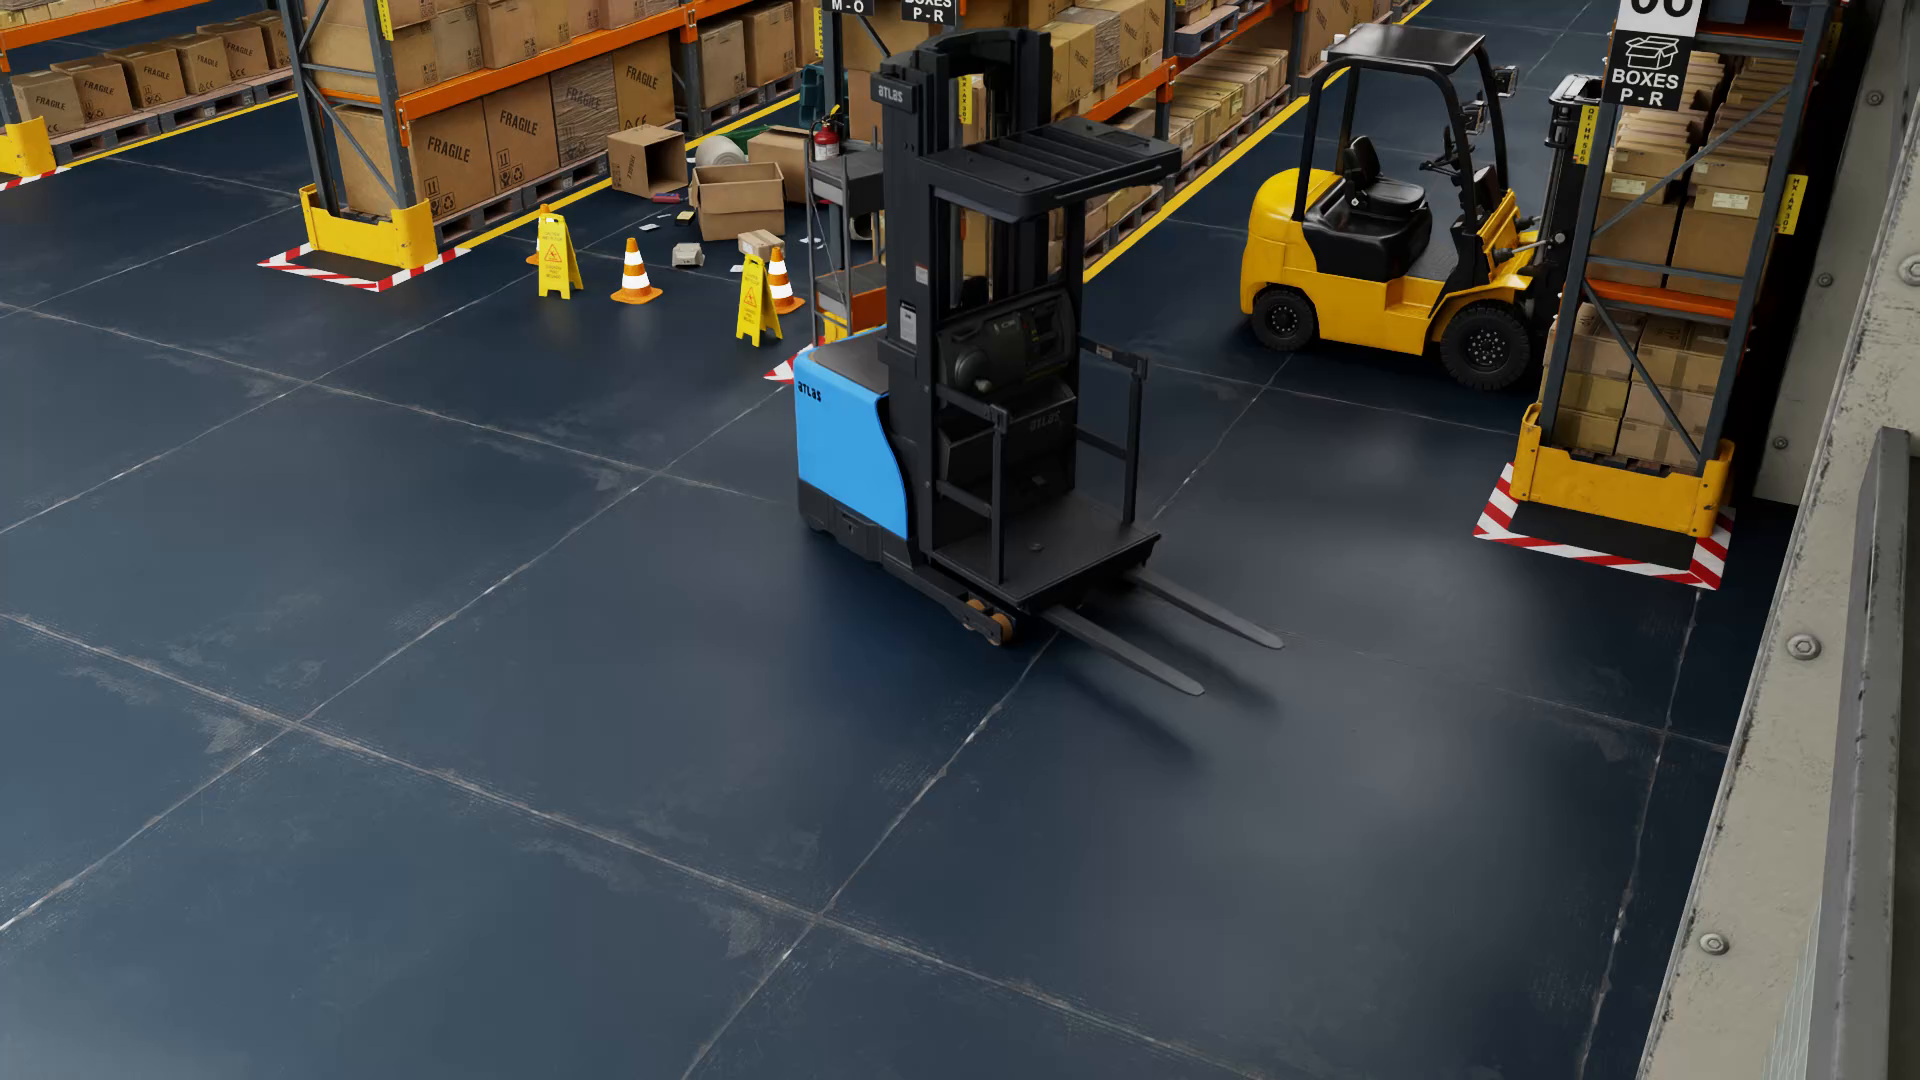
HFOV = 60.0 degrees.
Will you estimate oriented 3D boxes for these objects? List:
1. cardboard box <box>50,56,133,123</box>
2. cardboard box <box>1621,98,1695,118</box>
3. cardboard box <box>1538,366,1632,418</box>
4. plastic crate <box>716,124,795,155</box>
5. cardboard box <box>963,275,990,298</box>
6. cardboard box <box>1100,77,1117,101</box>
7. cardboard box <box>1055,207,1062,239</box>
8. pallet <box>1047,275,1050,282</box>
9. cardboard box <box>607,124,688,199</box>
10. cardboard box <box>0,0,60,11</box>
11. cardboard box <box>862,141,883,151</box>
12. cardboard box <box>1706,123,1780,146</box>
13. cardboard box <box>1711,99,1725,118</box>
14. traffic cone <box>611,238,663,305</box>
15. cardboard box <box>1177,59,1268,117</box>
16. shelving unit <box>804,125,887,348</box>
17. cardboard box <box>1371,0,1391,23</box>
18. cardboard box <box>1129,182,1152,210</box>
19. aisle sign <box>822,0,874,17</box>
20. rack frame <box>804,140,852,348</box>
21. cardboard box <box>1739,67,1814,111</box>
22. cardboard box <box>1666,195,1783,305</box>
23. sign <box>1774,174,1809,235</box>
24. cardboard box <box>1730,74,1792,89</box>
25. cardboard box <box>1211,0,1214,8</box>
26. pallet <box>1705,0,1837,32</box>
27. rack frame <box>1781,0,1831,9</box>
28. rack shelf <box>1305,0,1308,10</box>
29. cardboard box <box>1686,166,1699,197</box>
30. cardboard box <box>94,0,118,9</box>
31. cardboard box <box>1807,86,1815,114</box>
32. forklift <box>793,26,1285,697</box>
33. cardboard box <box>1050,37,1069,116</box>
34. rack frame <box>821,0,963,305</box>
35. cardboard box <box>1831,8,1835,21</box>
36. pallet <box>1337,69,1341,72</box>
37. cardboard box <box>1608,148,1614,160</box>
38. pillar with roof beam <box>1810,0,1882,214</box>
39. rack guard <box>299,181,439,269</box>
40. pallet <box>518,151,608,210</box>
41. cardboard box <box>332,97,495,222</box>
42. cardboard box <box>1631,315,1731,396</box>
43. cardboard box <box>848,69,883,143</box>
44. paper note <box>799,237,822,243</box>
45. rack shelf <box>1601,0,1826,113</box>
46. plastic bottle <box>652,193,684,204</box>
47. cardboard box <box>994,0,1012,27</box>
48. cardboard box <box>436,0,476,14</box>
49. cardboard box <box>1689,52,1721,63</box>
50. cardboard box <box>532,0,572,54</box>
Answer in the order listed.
[{"bbox_3d":[-8.732,-4.537,16.727,0.500,0.500,0.500,24,38,36],"label":"cardboard box"},{"bbox_3d":[4.324,-2.653,10.308,0.380,0.149,0.250,15,33,24],"label":"cardboard box"},{"bbox_3d":[3.913,-1.014,10.341,0.500,0.250,0.500,14,33,23],"label":"cardboard box"},{"bbox_3d":[-1.995,-3.928,16.343,0.662,0.188,0.450,-18,24,-28],"label":"plastic crate"},{"bbox_3d":[0.162,-1.929,12.437,0.500,0.250,0.500,14,33,23],"label":"cardboard box"},{"bbox_3d":[1.036,-3.646,13.340,0.380,0.149,0.250,14,33,23],"label":"cardboard box"},{"bbox_3d":[0.643,-2.719,13.058,0.500,0.500,0.500,15,33,24],"label":"cardboard box"},{"bbox_3d":[-0.015,-1.821,12.710,1.003,0.211,1.213,14,33,23],"label":"pallet"},{"bbox_3d":[-2.875,-3.492,15.327,0.500,0.500,0.500,21,36,32],"label":"cardboard box"},{"bbox_3d":[-8.998,-5.303,15.573,0.875,0.500,0.500,14,33,23],"label":"cardboard box"},{"bbox_3d":[-0.471,-2.750,11.779,0.380,0.149,0.250,15,33,25],"label":"cardboard box"},{"bbox_3d":[4.569,-2.303,9.698,0.380,0.149,0.250,15,33,24],"label":"cardboard box"},{"bbox_3d":[4.905,-2.740,11.409,0.500,0.500,0.500,14,33,23],"label":"cardboard box"},{"bbox_3d":[-2.547,-2.129,12.993,0.336,0.463,0.334,14,33,23],"label":"traffic cone"},{"bbox_3d":[2.598,-4.657,17.064,0.950,0.372,0.625,14,33,22],"label":"cardboard box"},{"bbox_3d":[-0.575,-1.381,10.046,0.503,2.100,0.431,-22,37,-33],"label":"shelving unit"},{"bbox_3d":[4.804,-6.932,20.522,0.875,0.875,0.875,15,33,25],"label":"cardboard box"},{"bbox_3d":[1.341,-3.085,14.449,0.500,0.250,0.500,16,33,25],"label":"cardboard box"},{"bbox_3d":[-0.738,-3.811,10.763,0.394,0.787,0.004,14,33,23],"label":"aisle sign"},{"bbox_3d":[-0.764,-1.304,9.912,0.015,2.100,0.400,-22,37,-33],"label":"rack frame"},{"bbox_3d":[5.827,-3.077,11.995,0.500,0.500,0.500,14,33,23],"label":"cardboard box"},{"bbox_3d":[4.442,-1.720,9.633,0.500,0.500,0.500,15,33,25],"label":"cardboard box"},{"bbox_3d":[4.461,-1.802,8.926,0.100,0.325,0.005,14,33,23],"label":"sign"},{"bbox_3d":[5.160,-2.872,10.688,0.380,0.149,0.250,15,33,25],"label":"cardboard box"},{"bbox_3d":[2.087,-4.916,15.130,0.380,0.149,0.250,17,34,26],"label":"cardboard box"},{"bbox_3d":[4.314,-3.091,9.196,1.003,0.211,1.213,14,33,23],"label":"pallet"},{"bbox_3d":[3.969,-4.122,7.892,1.000,3.000,0.127,14,33,23],"label":"rack frame"},{"bbox_3d":[4.104,-6.766,19.243,1.077,0.370,4.000,14,33,23],"label":"rack shelf"},{"bbox_3d":[4.411,-2.061,9.574,0.380,0.149,0.250,14,33,23],"label":"cardboard box"},{"bbox_3d":[-8.457,-5.295,16.211,0.380,0.149,0.250,14,33,23],"label":"cardboard box"},{"bbox_3d":[6.261,-3.387,12.787,0.500,0.250,0.500,15,33,24],"label":"cardboard box"},{"bbox_3d":[0.388,-1.001,8.550,1.130,2.935,3.031,-24,37,-35],"label":"forklift"},{"bbox_3d":[0.476,-3.421,12.296,0.500,0.500,0.500,14,33,22],"label":"cardboard box"},{"bbox_3d":[-0.451,-2.645,11.344,1.000,3.000,0.127,14,33,23],"label":"rack frame"},{"bbox_3d":[7.194,-4.508,14.237,0.500,0.250,0.500,14,33,23],"label":"cardboard box"},{"bbox_3d":[4.176,-5.853,19.731,1.003,0.211,1.213,14,33,23],"label":"pallet"},{"bbox_3d":[3.968,-2.182,9.787,0.380,0.149,0.250,15,33,24],"label":"cardboard box"},{"bbox_3d":[3.990,-7.863,14.406,9.100,9.000,0.400,14,33,23],"label":"pillar with roof beam"},{"bbox_3d":[-4.915,-2.628,13.825,1.175,0.500,0.348,14,33,23],"label":"rack guard"},{"bbox_3d":[-4.052,-3.425,15.502,1.003,0.211,1.213,14,33,23],"label":"pallet"},{"bbox_3d":[-4.654,-3.299,14.195,0.875,0.875,0.875,14,33,24],"label":"cardboard box"},{"bbox_3d":[4.357,-1.114,10.013,0.500,0.250,0.500,14,33,23],"label":"cardboard box"},{"bbox_3d":[-0.449,-3.120,11.772,0.500,0.500,0.500,14,33,22],"label":"cardboard box"},{"bbox_3d":[-1.272,-2.566,14.198,0.142,0.019,0.148,-25,38,-36],"label":"paper note"},{"bbox_3d":[4.880,-3.396,10.362,1.077,0.370,4.000,14,33,23],"label":"rack shelf"},{"bbox_3d":[-2.635,-3.101,15.089,0.283,0.061,0.133,4,30,6],"label":"plastic bottle"},{"bbox_3d":[-0.035,-3.999,12.298,0.700,0.500,0.500,14,33,23],"label":"cardboard box"},{"bbox_3d":[-4.532,-4.677,13.647,0.875,0.550,0.550,14,33,23],"label":"cardboard box"},{"bbox_3d":[4.932,-3.210,11.277,0.380,0.149,0.250,14,33,23],"label":"cardboard box"},{"bbox_3d":[-3.972,-4.676,14.729,0.875,0.550,0.500,14,33,23],"label":"cardboard box"}]
